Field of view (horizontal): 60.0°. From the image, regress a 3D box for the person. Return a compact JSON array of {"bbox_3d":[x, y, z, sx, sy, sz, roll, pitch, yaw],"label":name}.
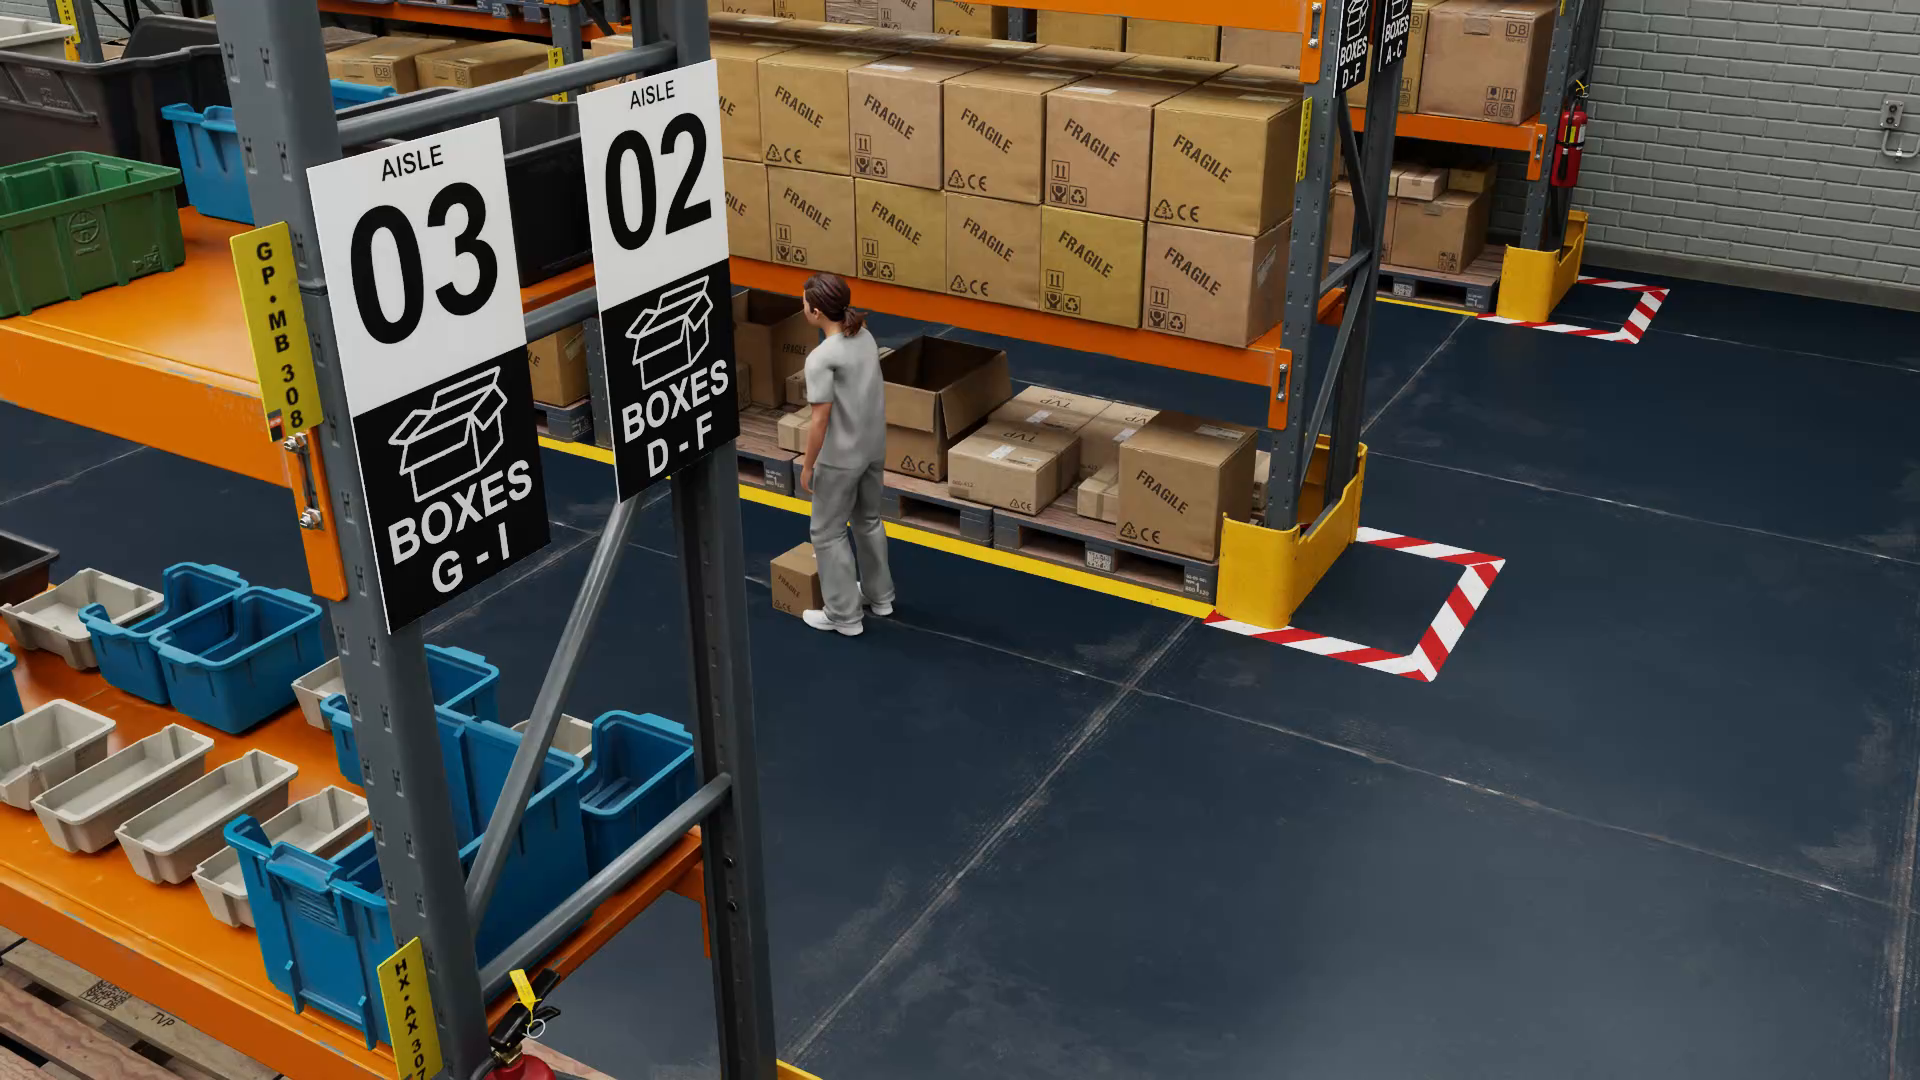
[{"bbox_3d":[-0.511,-0.375,7.364,0.355,1.673,0.509,17,31,31],"label":"person"}]
